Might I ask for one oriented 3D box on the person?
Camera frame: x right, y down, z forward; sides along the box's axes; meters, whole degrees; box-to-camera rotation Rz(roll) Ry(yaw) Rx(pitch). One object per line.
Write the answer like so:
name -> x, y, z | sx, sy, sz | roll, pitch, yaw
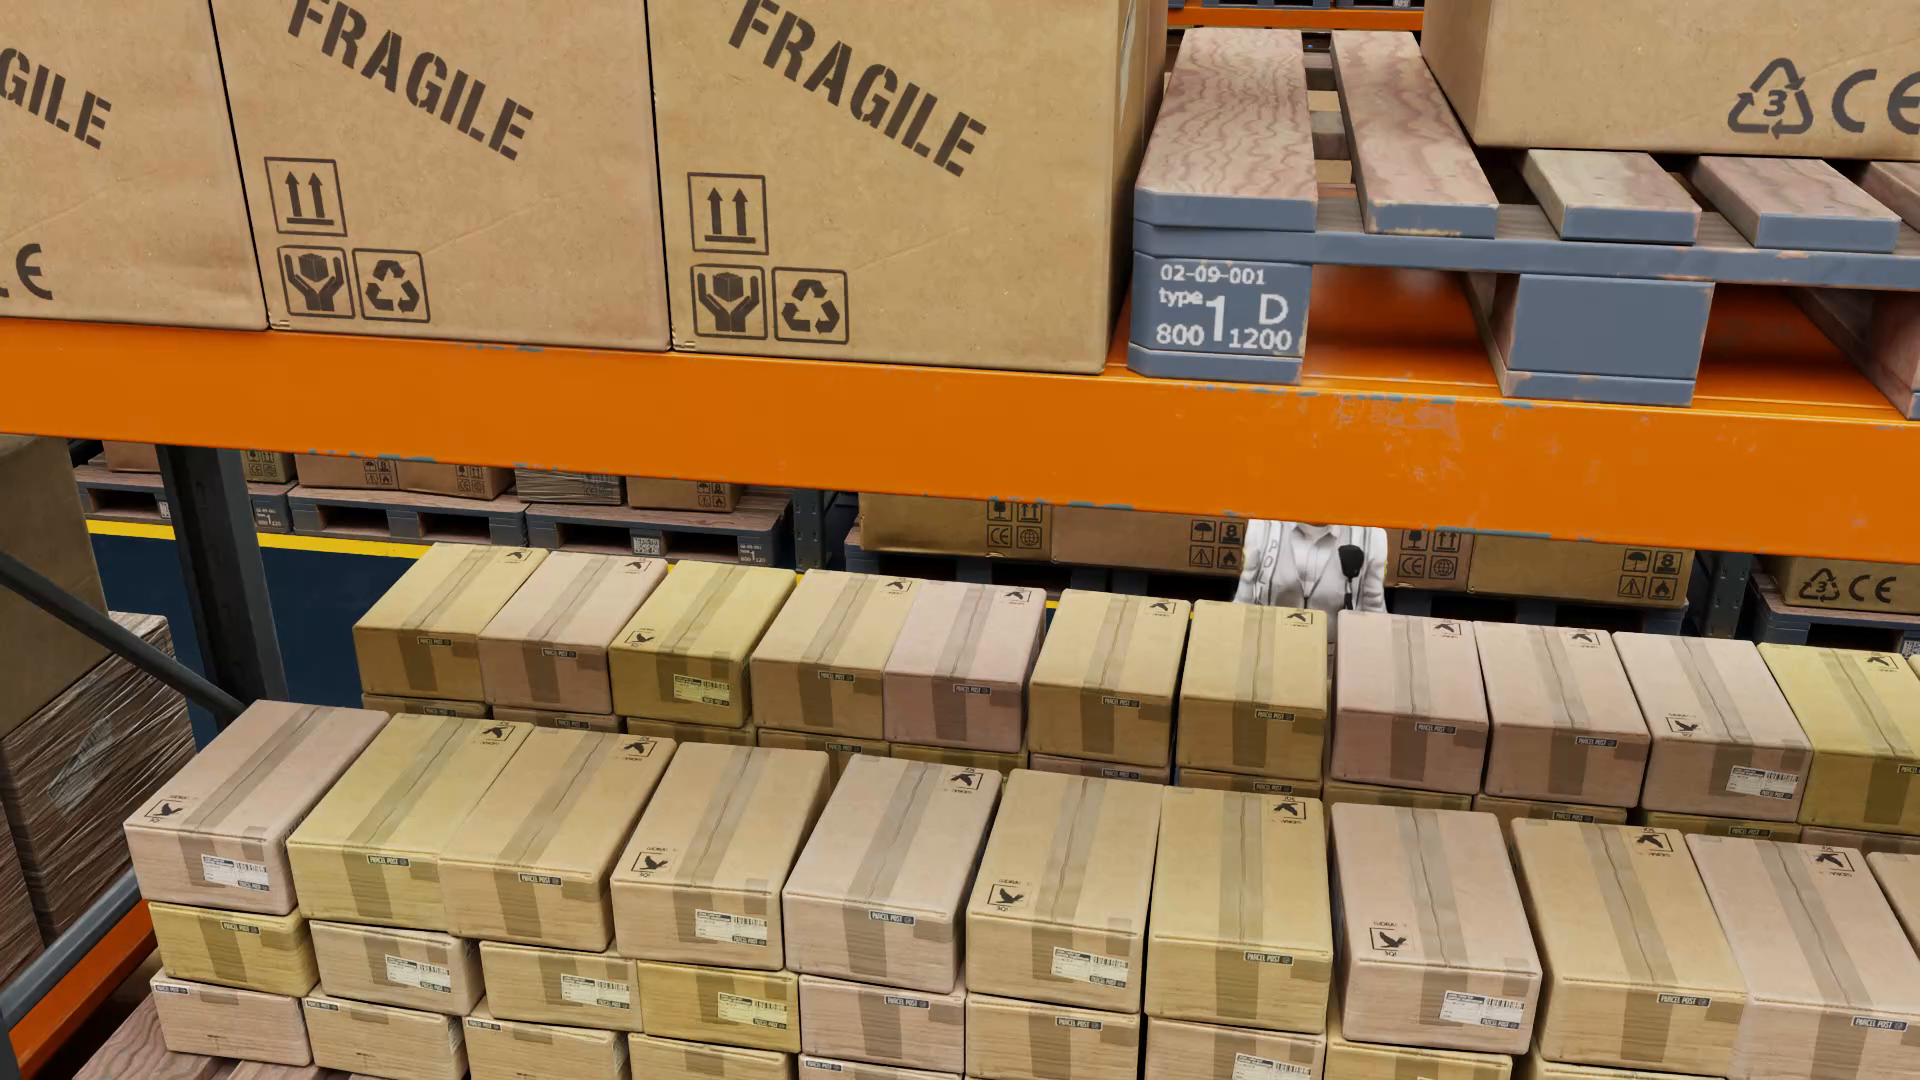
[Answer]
person -> 1.059, 0.455, 5.113 | 0.475, 1.679, 0.393 | 5, 25, 10
